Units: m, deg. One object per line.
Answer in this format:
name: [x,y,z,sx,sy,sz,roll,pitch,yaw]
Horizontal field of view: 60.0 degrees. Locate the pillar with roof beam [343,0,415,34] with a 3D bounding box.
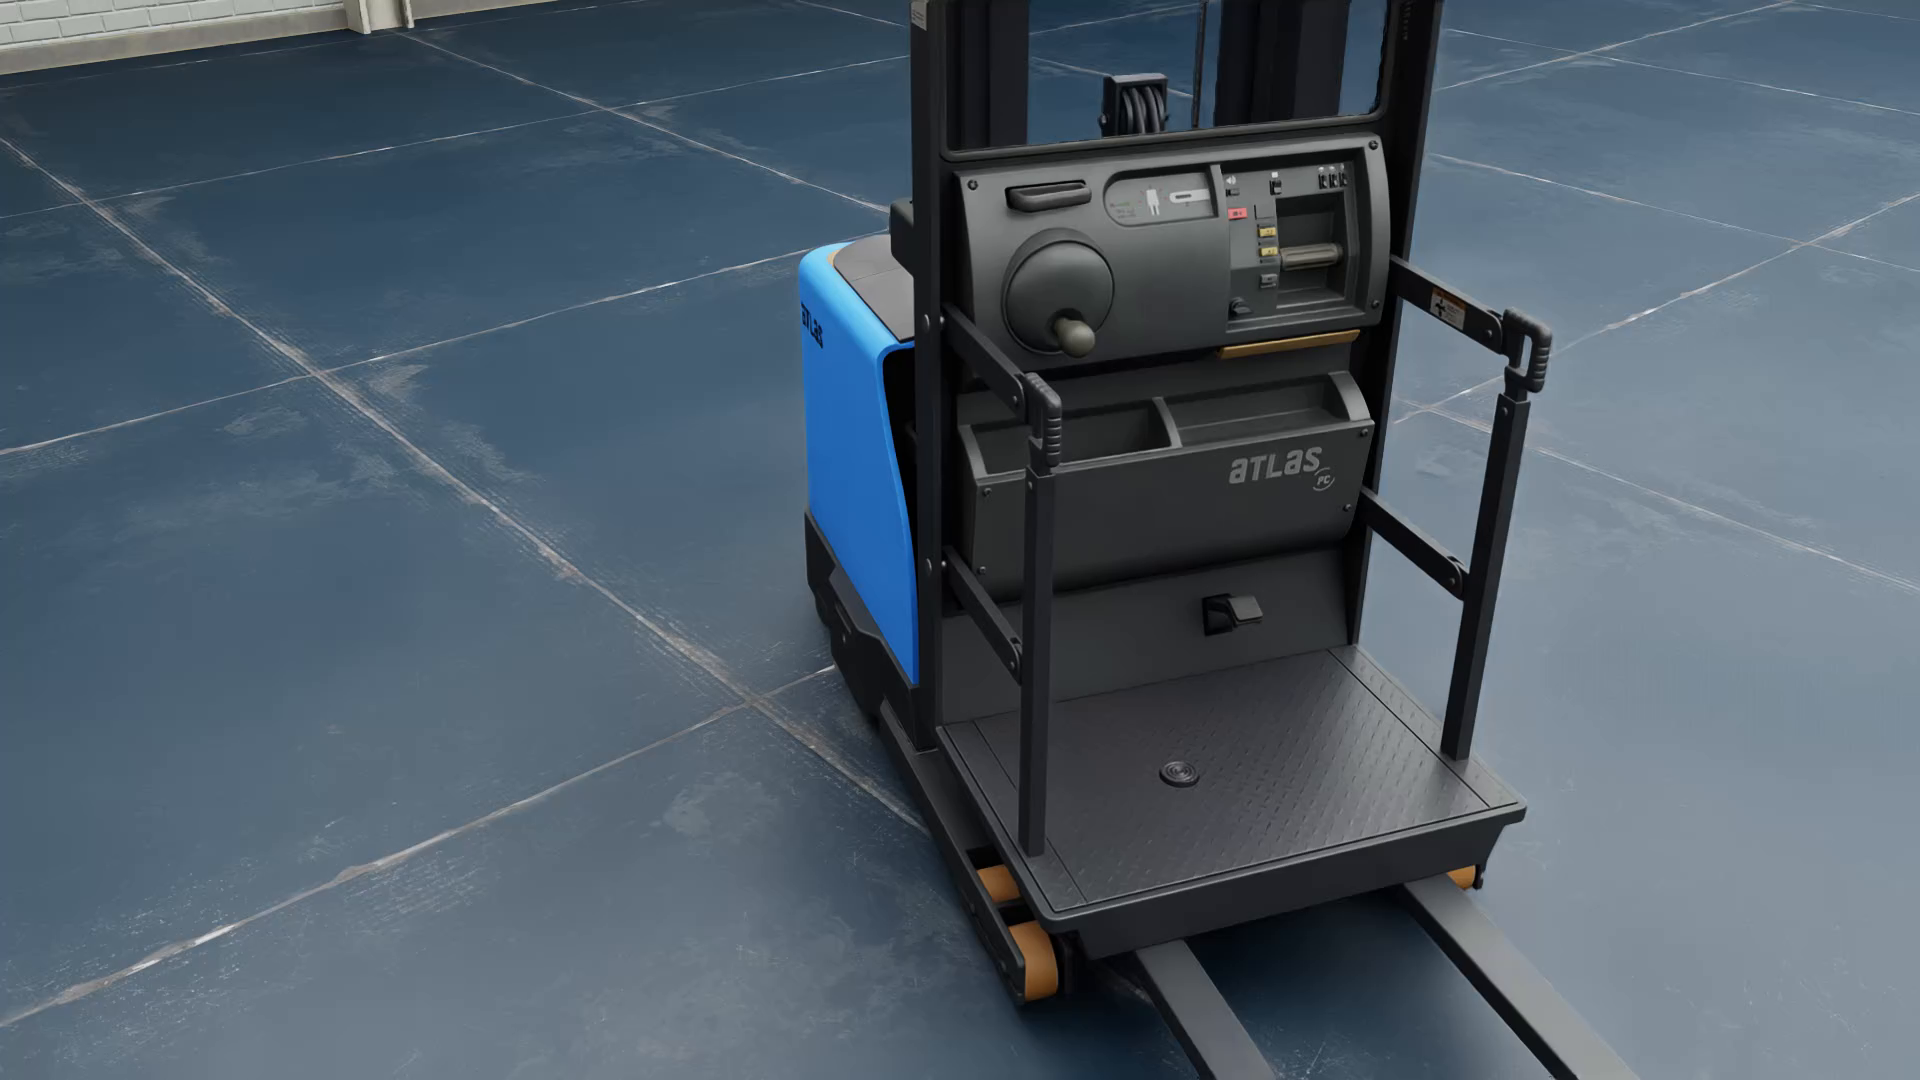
pillar with roof beam: [-1.526,-6.251,7.399,0.400,9.000,9.100,-22,35,-35]

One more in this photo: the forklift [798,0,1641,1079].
forklift: [0.520,-0.552,3.173,1.130,2.935,3.031,-9,30,-17]
